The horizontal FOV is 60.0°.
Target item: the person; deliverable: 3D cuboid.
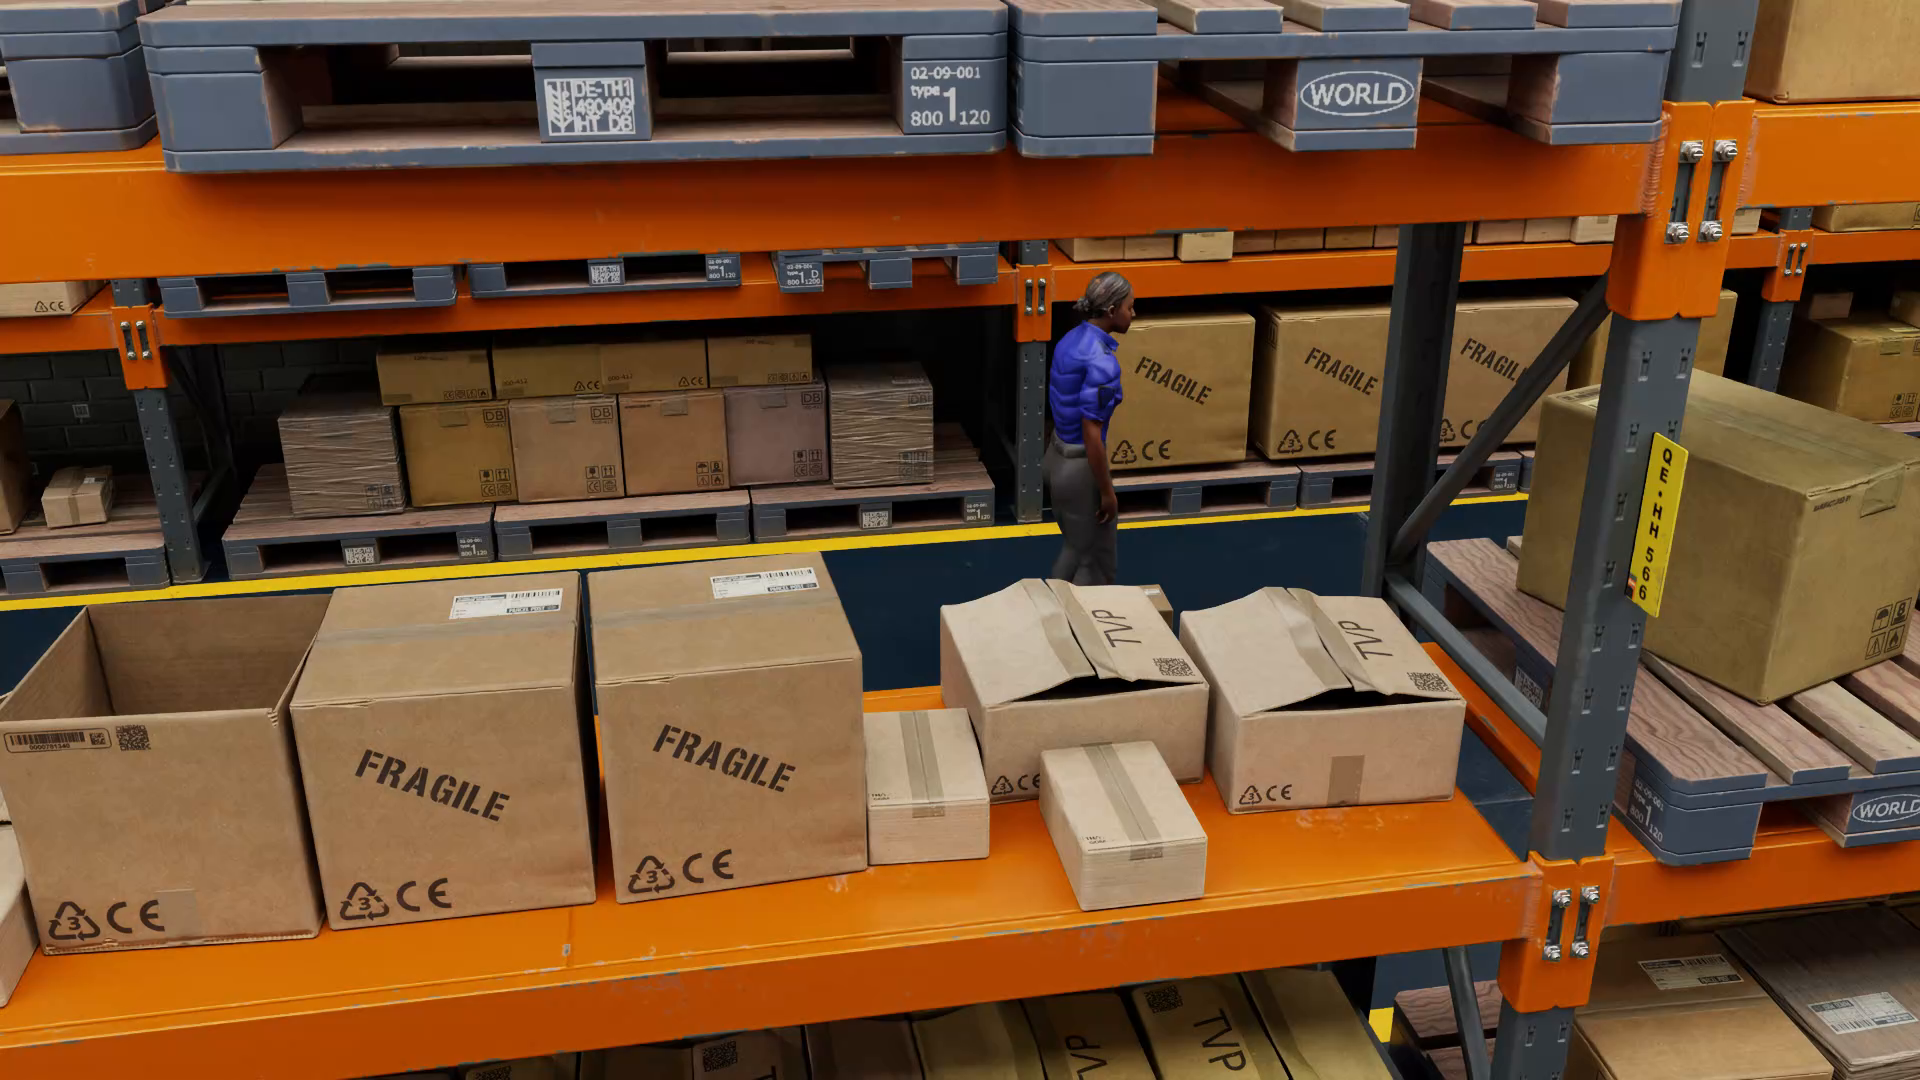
[{"bbox_3d":[0.519,-0.263,6.710,0.351,1.654,0.511,-4,24,-10],"label":"person"}]
